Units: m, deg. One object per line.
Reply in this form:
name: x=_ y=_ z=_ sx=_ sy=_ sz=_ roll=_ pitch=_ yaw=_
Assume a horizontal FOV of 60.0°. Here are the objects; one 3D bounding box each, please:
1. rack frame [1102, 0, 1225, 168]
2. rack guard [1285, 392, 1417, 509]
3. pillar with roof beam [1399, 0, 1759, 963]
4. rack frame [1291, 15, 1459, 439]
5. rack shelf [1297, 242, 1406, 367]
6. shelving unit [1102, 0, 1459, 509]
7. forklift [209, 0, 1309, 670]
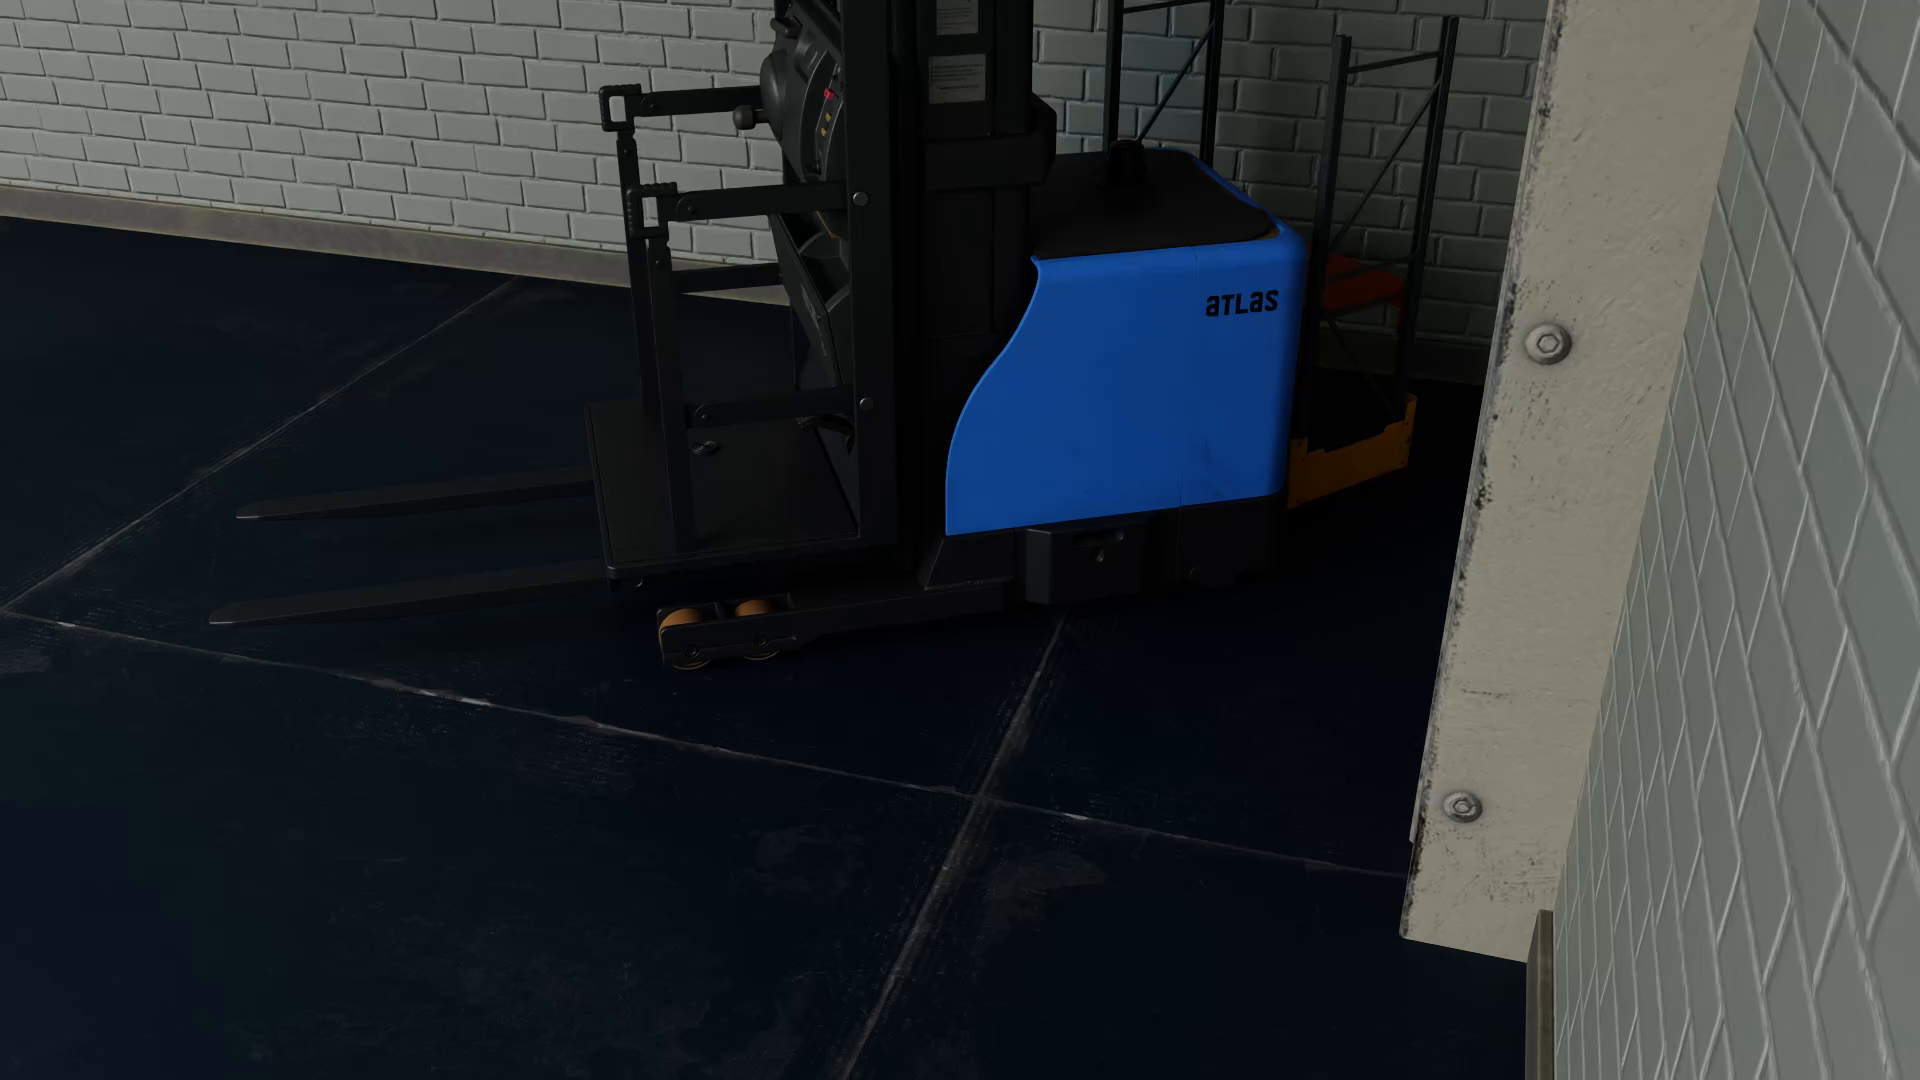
rack frame: x=0.706 y=-1.257 z=5.966 sx=0.500 sy=1.500 sz=0.032 roll=-19 pitch=34 yaw=-30
rack guard: x=1.283 y=-0.304 z=5.539 sx=0.587 sy=0.250 sz=0.087 roll=-19 pitch=34 yaw=-30
pillar with roof beam: x=-2.940 y=-3.740 z=2.717 sx=9.100 sy=9.000 sz=0.400 roll=8 pitch=30 yaw=15
rack frame: x=1.283 y=-0.850 z=5.235 sx=0.500 sy=1.500 sz=0.032 roll=-19 pitch=34 yaw=-30
rack shelf: x=0.995 y=-0.896 z=5.688 sx=0.538 sy=0.185 sz=1.000 roll=-19 pitch=34 yaw=-30
shelving unit: x=1.000 y=-1.049 z=5.594 sx=0.587 sy=1.500 sz=1.083 roll=-19 pitch=34 yaw=-30
forklift: x=-0.603 y=-1.205 z=4.402 sx=3.031 sy=2.935 sz=1.130 roll=-7 pitch=30 yaw=-13
